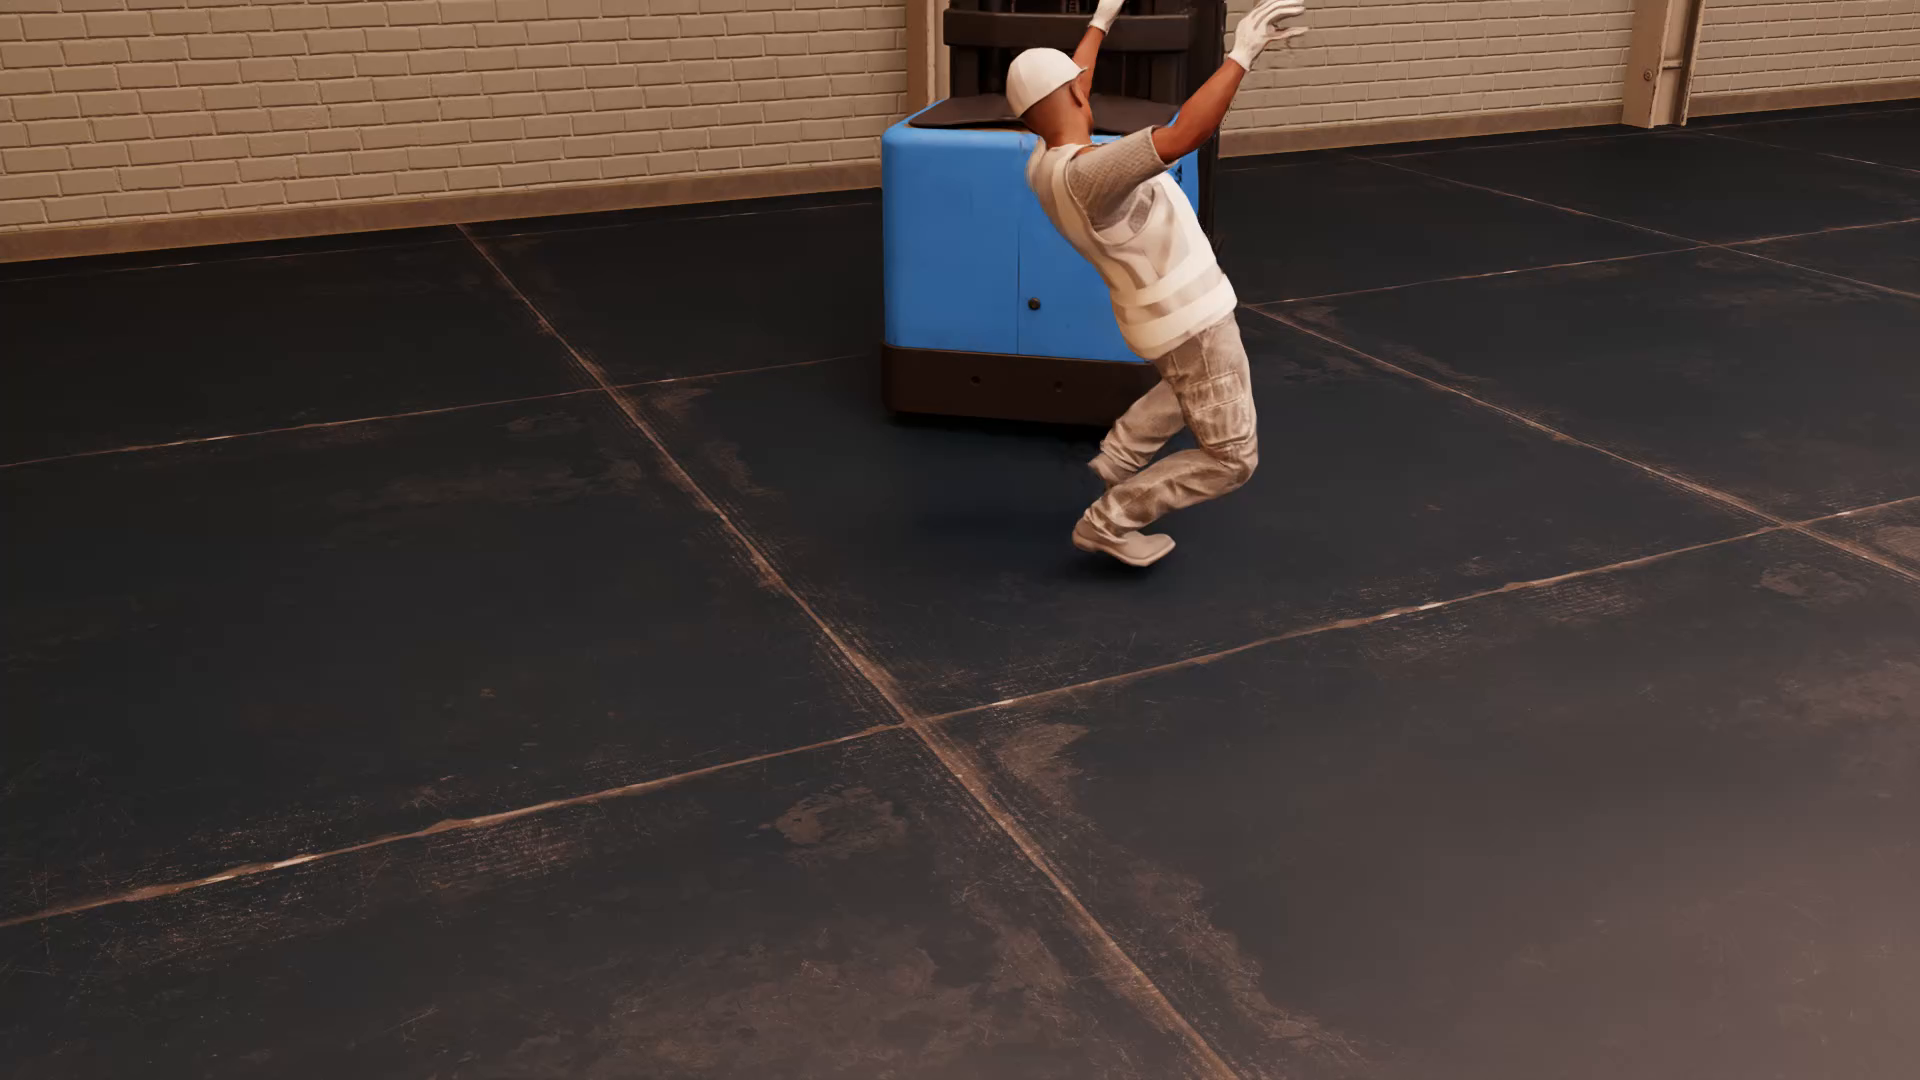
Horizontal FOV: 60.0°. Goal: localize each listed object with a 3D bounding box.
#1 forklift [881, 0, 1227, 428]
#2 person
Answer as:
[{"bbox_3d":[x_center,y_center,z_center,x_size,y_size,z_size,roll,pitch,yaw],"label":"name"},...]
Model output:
[{"bbox_3d":[0.555,-2.279,6.773,1.130,2.935,3.031,5,23,12],"label":"forklift"},{"bbox_3d":[0.502,-0.752,4.789,0.766,1.646,1.014,-3,23,-6],"label":"person"}]
